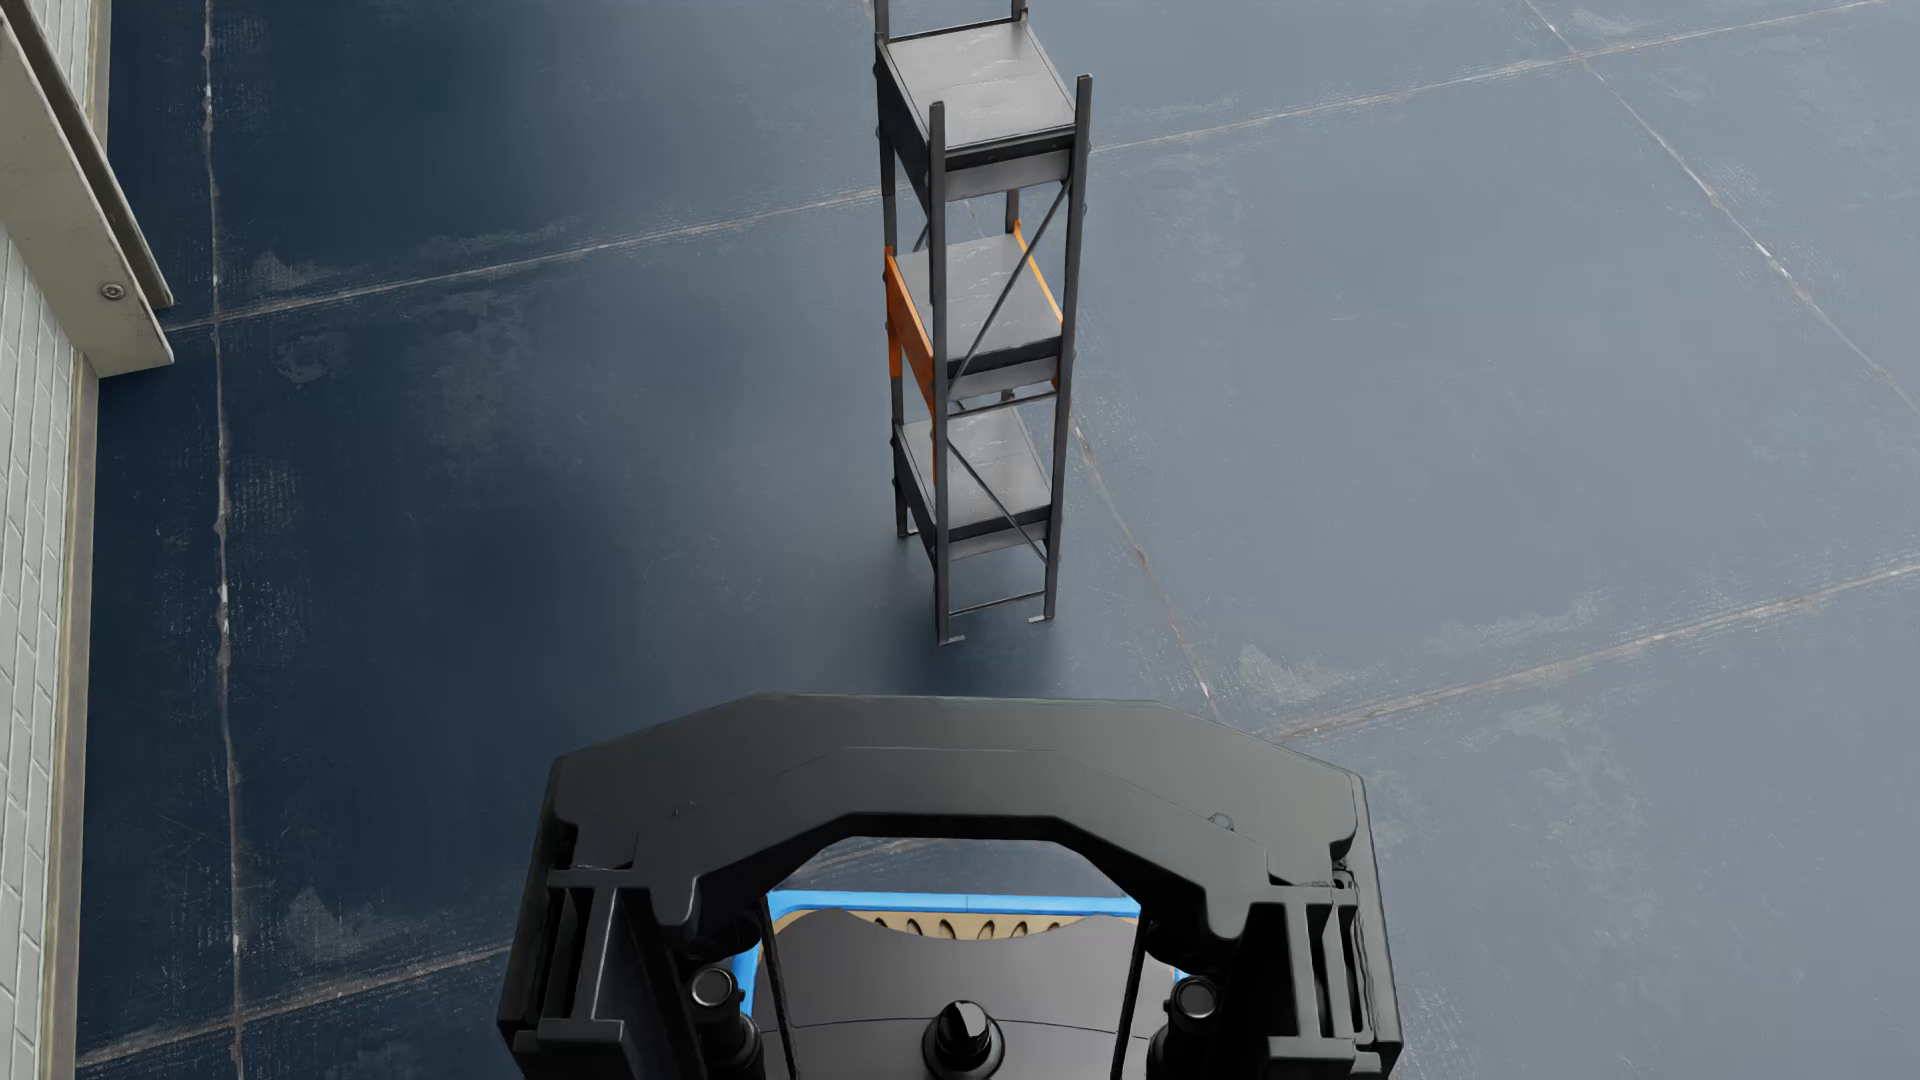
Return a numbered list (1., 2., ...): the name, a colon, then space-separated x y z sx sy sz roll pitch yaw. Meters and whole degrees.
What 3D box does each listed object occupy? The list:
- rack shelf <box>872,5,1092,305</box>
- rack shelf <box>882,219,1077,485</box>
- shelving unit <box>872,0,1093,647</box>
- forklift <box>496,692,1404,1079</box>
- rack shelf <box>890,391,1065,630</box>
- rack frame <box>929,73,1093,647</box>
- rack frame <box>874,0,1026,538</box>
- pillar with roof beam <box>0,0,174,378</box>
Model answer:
1. rack shelf: 0.049 -0.998 4.321 0.431 0.518 0.480 -13 51 -11
2. rack shelf: 0.049 -0.547 4.856 0.431 0.518 0.480 -13 51 -11
3. shelving unit: 0.049 -0.556 4.845 0.431 2.100 0.503 -13 51 -11
4. forklift: -0.024 1.665 2.429 1.130 2.935 3.031 1 50 1
5. rack shelf: 0.049 -0.096 5.391 0.431 0.518 0.480 -13 51 -11
6. rack frame: 0.121 -0.378 4.695 0.400 2.100 0.015 -13 51 -11
7. rack frame: -0.023 -0.734 4.996 0.400 2.100 0.015 -13 51 -11
8. pillar with roof beam: 0.920 -4.654 3.788 9.100 9.000 0.400 -13 51 -11
